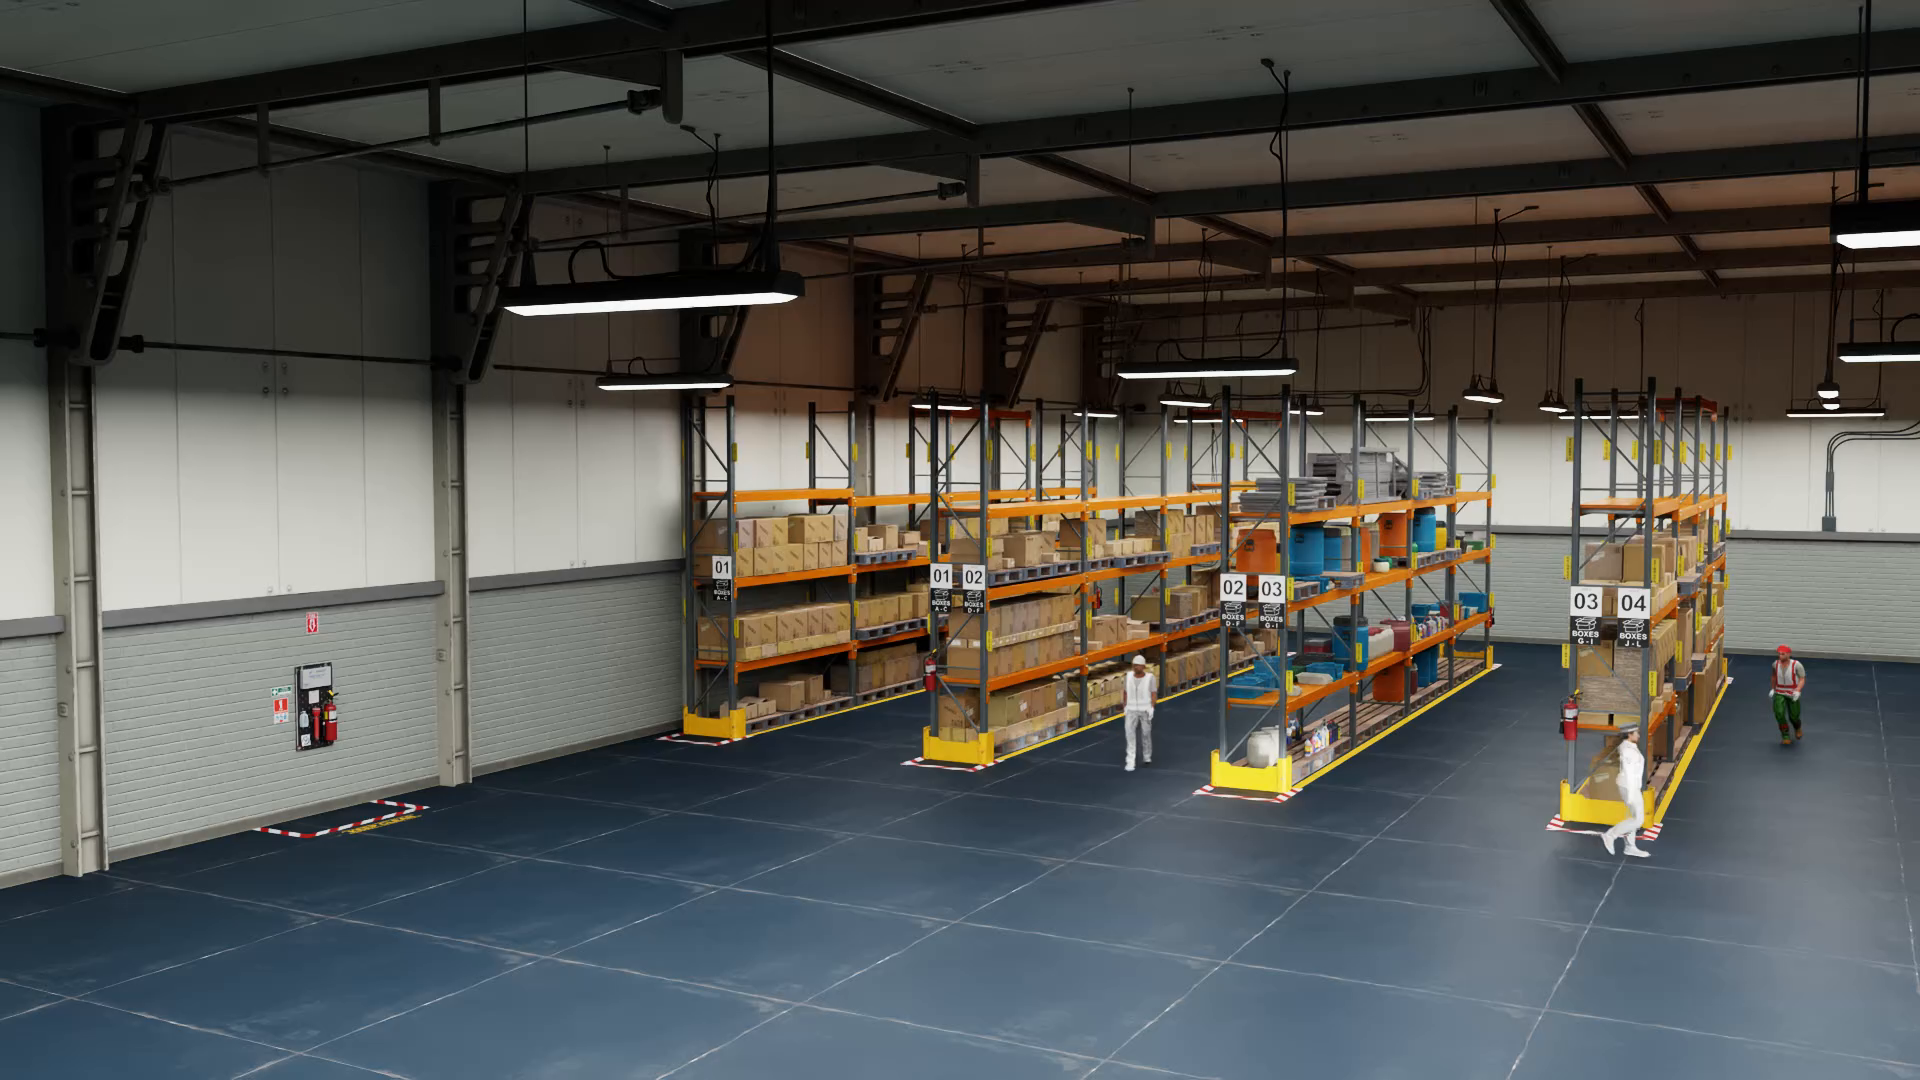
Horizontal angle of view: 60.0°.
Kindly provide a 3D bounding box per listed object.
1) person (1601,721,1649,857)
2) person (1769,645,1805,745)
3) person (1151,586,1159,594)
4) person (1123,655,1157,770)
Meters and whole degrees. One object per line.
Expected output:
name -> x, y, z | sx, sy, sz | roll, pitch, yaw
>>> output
person -> 8.223, 3.068, 20.539 | 0.563, 1.676, 0.502 | 1, 3, 16
person -> 14.281, 2.646, 28.719 | 0.592, 1.698, 0.796 | 2, 4, 40
person -> 5.001, 1.998, 42.786 | 0.418, 1.400, 0.972 | 1, 3, 26
person -> 2.849, 2.722, 26.443 | 0.568, 1.775, 0.853 | 1, 3, 18
